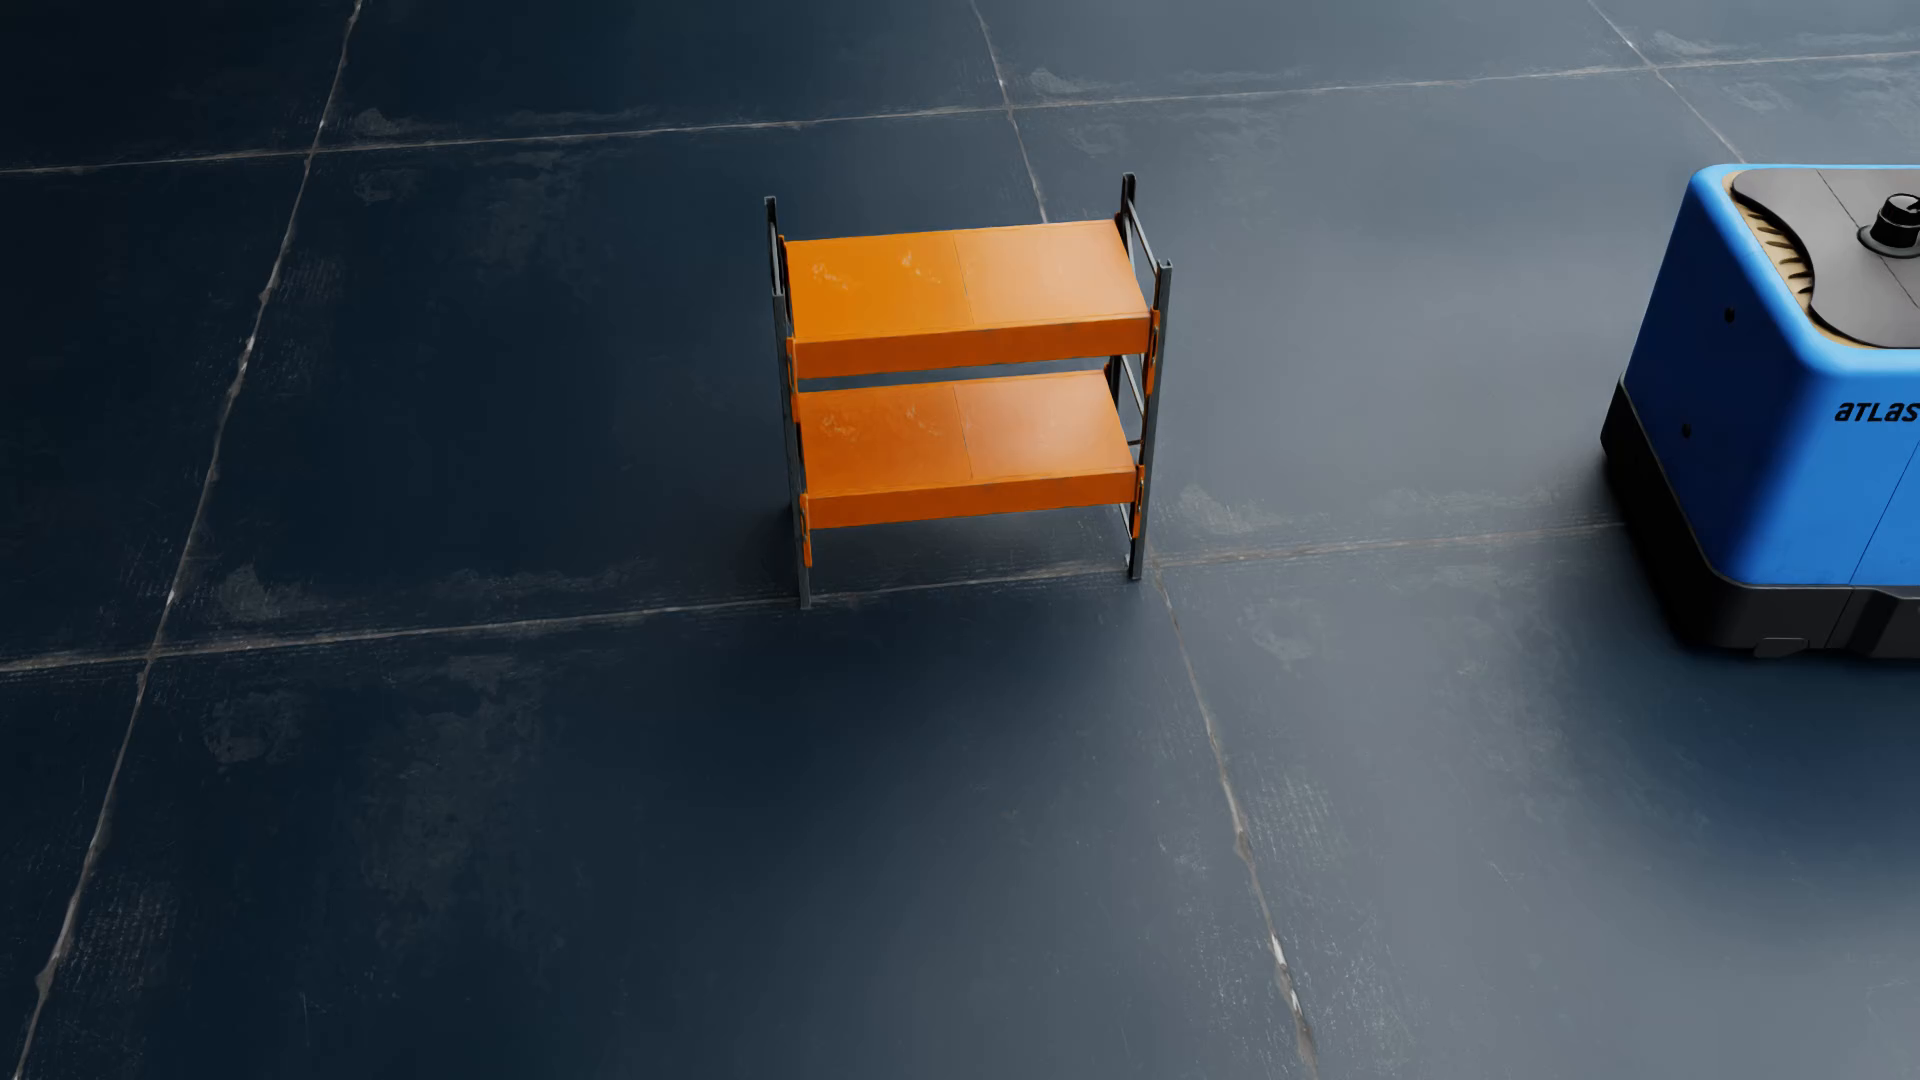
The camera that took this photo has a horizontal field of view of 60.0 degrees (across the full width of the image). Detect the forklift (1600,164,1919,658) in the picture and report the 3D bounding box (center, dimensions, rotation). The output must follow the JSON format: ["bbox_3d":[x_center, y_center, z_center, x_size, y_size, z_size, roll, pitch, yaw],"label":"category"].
[{"bbox_3d":[3.630,-1.066,4.244,3.031,2.935,1.130,0,42,0],"label":"forklift"}]

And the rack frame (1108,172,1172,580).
[{"bbox_3d":[0.511,-0.462,4.923,0.032,1.125,0.500,-5,42,-6],"label":"rack frame"}]

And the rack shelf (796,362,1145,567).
[{"bbox_3d":[0.007,-0.237,5.038,1.000,0.278,0.538,-5,42,-6],"label":"rack shelf"}]

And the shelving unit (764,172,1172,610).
[{"bbox_3d":[0.007,-0.418,4.874,1.048,1.125,0.538,-5,42,-6],"label":"shelving unit"}]

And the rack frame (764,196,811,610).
[{"bbox_3d":[-0.497,-0.374,4.825,0.032,1.125,0.500,-5,42,-6],"label":"rack frame"}]

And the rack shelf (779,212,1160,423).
[{"bbox_3d":[0.007,-0.636,4.678,1.000,0.278,0.538,-5,42,-6],"label":"rack shelf"}]
